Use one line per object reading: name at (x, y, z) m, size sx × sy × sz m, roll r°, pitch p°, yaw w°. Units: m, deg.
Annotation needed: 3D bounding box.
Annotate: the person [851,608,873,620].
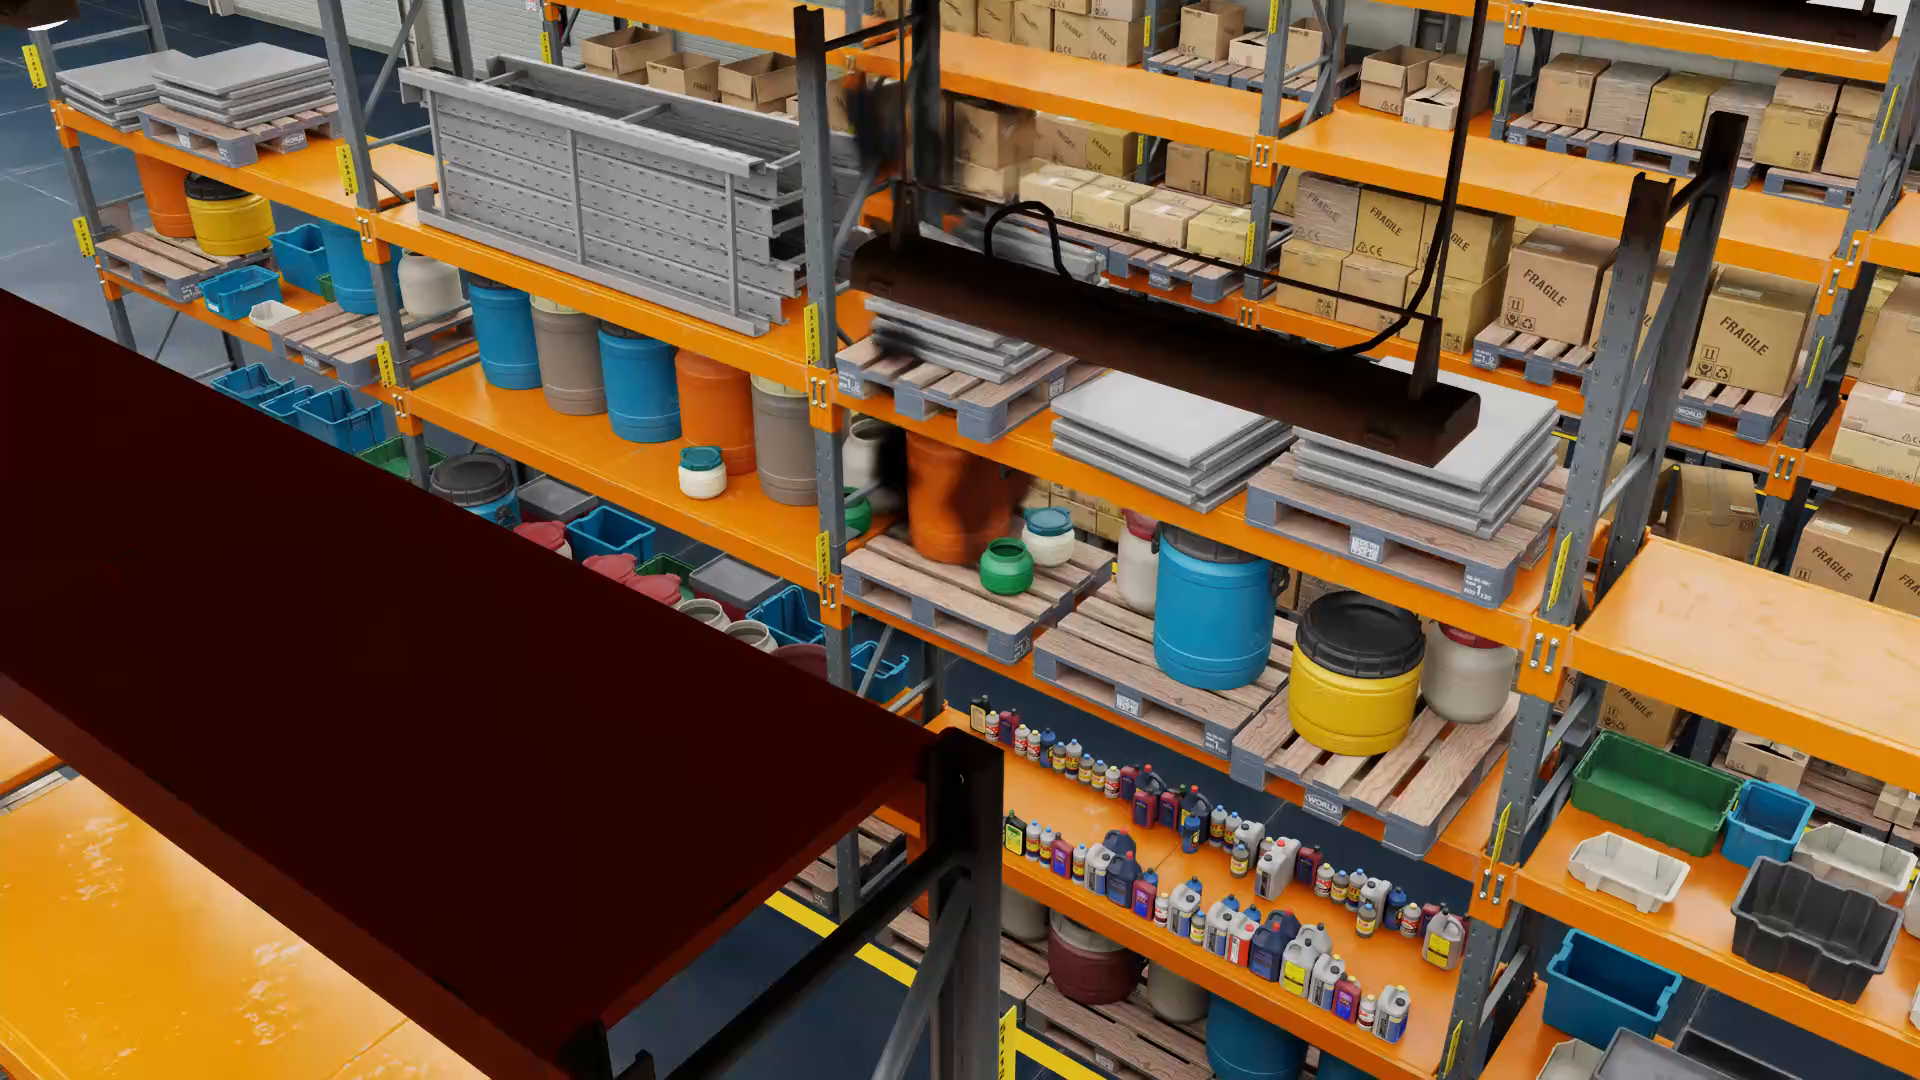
person at (-0.848, -0.092, 13.766) m, size 0.667 × 1.735 × 0.685 m, roll 14°, pitch 34°, yaw 22°
